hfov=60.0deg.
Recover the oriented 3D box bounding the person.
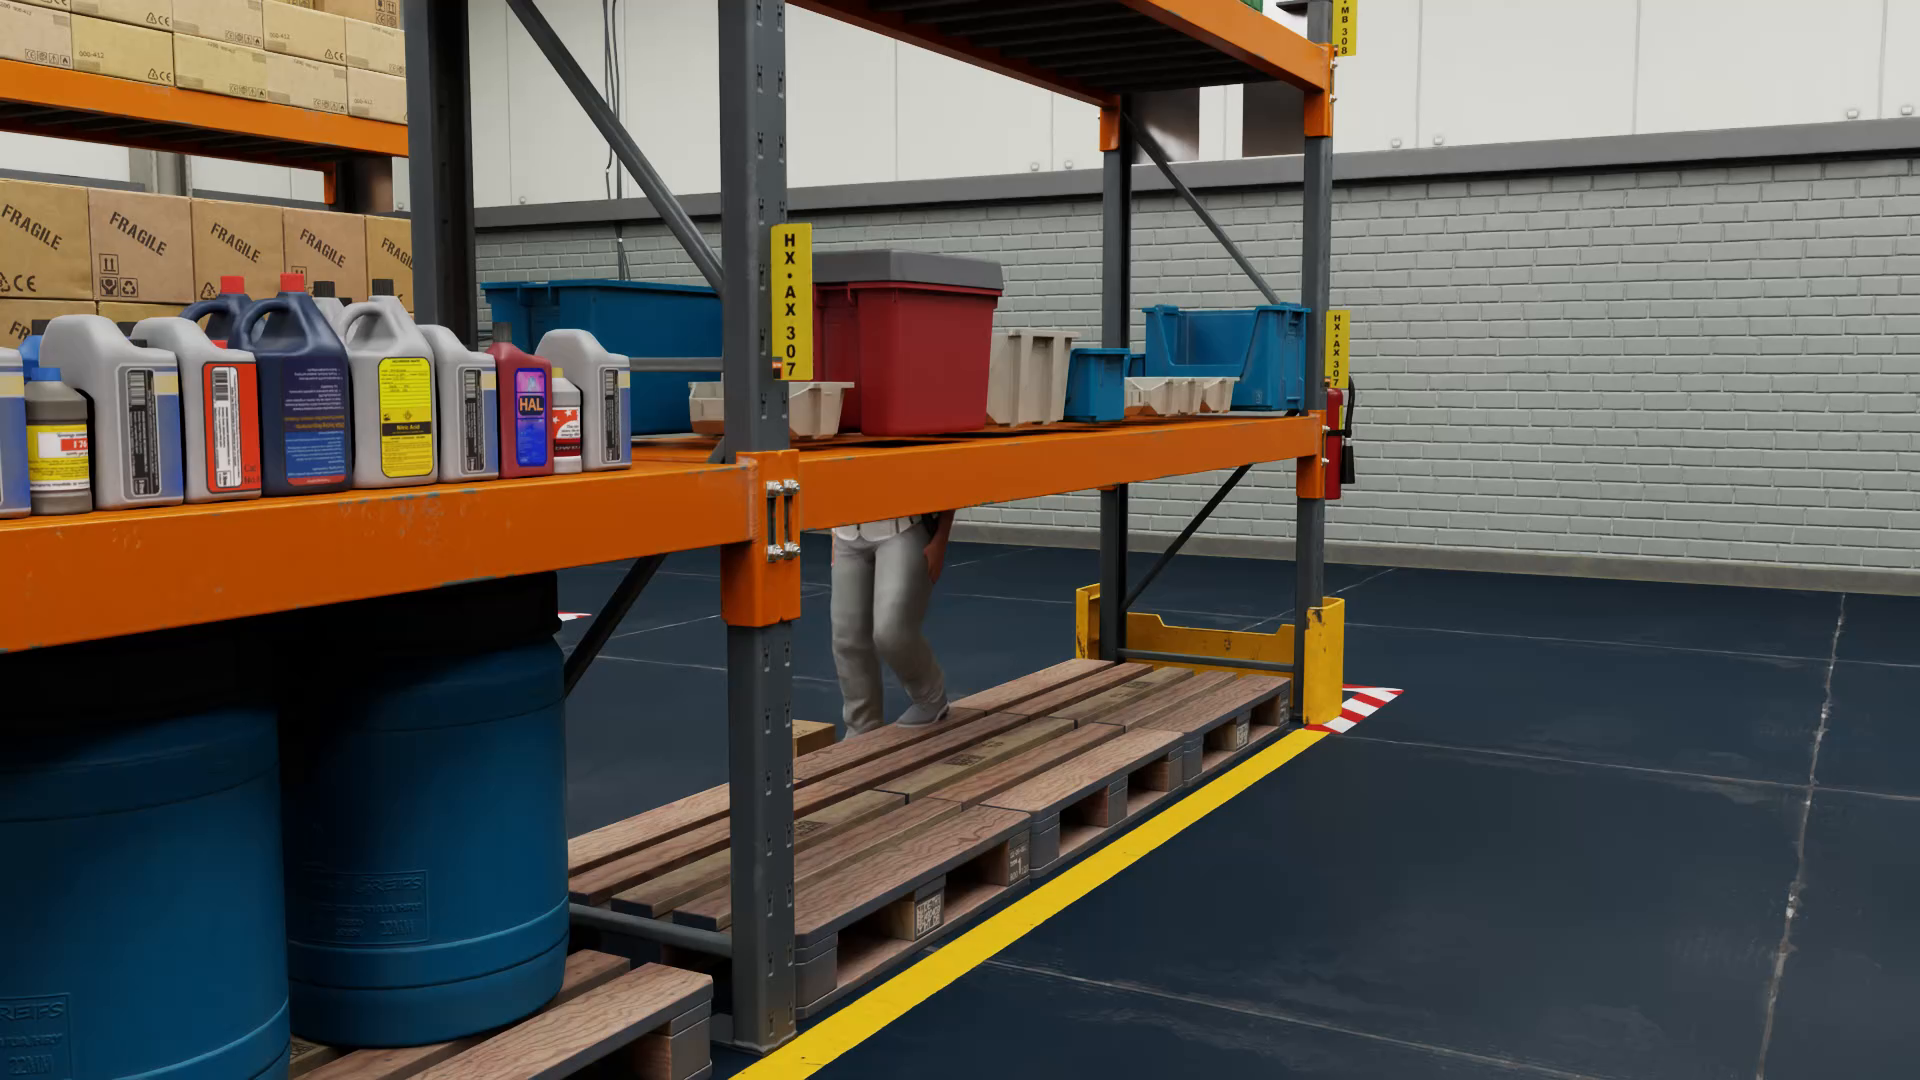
[{"bbox_3d":[-0.269,-0.007,6.098,0.526,1.754,0.524,3,7,30],"label":"person"}]
